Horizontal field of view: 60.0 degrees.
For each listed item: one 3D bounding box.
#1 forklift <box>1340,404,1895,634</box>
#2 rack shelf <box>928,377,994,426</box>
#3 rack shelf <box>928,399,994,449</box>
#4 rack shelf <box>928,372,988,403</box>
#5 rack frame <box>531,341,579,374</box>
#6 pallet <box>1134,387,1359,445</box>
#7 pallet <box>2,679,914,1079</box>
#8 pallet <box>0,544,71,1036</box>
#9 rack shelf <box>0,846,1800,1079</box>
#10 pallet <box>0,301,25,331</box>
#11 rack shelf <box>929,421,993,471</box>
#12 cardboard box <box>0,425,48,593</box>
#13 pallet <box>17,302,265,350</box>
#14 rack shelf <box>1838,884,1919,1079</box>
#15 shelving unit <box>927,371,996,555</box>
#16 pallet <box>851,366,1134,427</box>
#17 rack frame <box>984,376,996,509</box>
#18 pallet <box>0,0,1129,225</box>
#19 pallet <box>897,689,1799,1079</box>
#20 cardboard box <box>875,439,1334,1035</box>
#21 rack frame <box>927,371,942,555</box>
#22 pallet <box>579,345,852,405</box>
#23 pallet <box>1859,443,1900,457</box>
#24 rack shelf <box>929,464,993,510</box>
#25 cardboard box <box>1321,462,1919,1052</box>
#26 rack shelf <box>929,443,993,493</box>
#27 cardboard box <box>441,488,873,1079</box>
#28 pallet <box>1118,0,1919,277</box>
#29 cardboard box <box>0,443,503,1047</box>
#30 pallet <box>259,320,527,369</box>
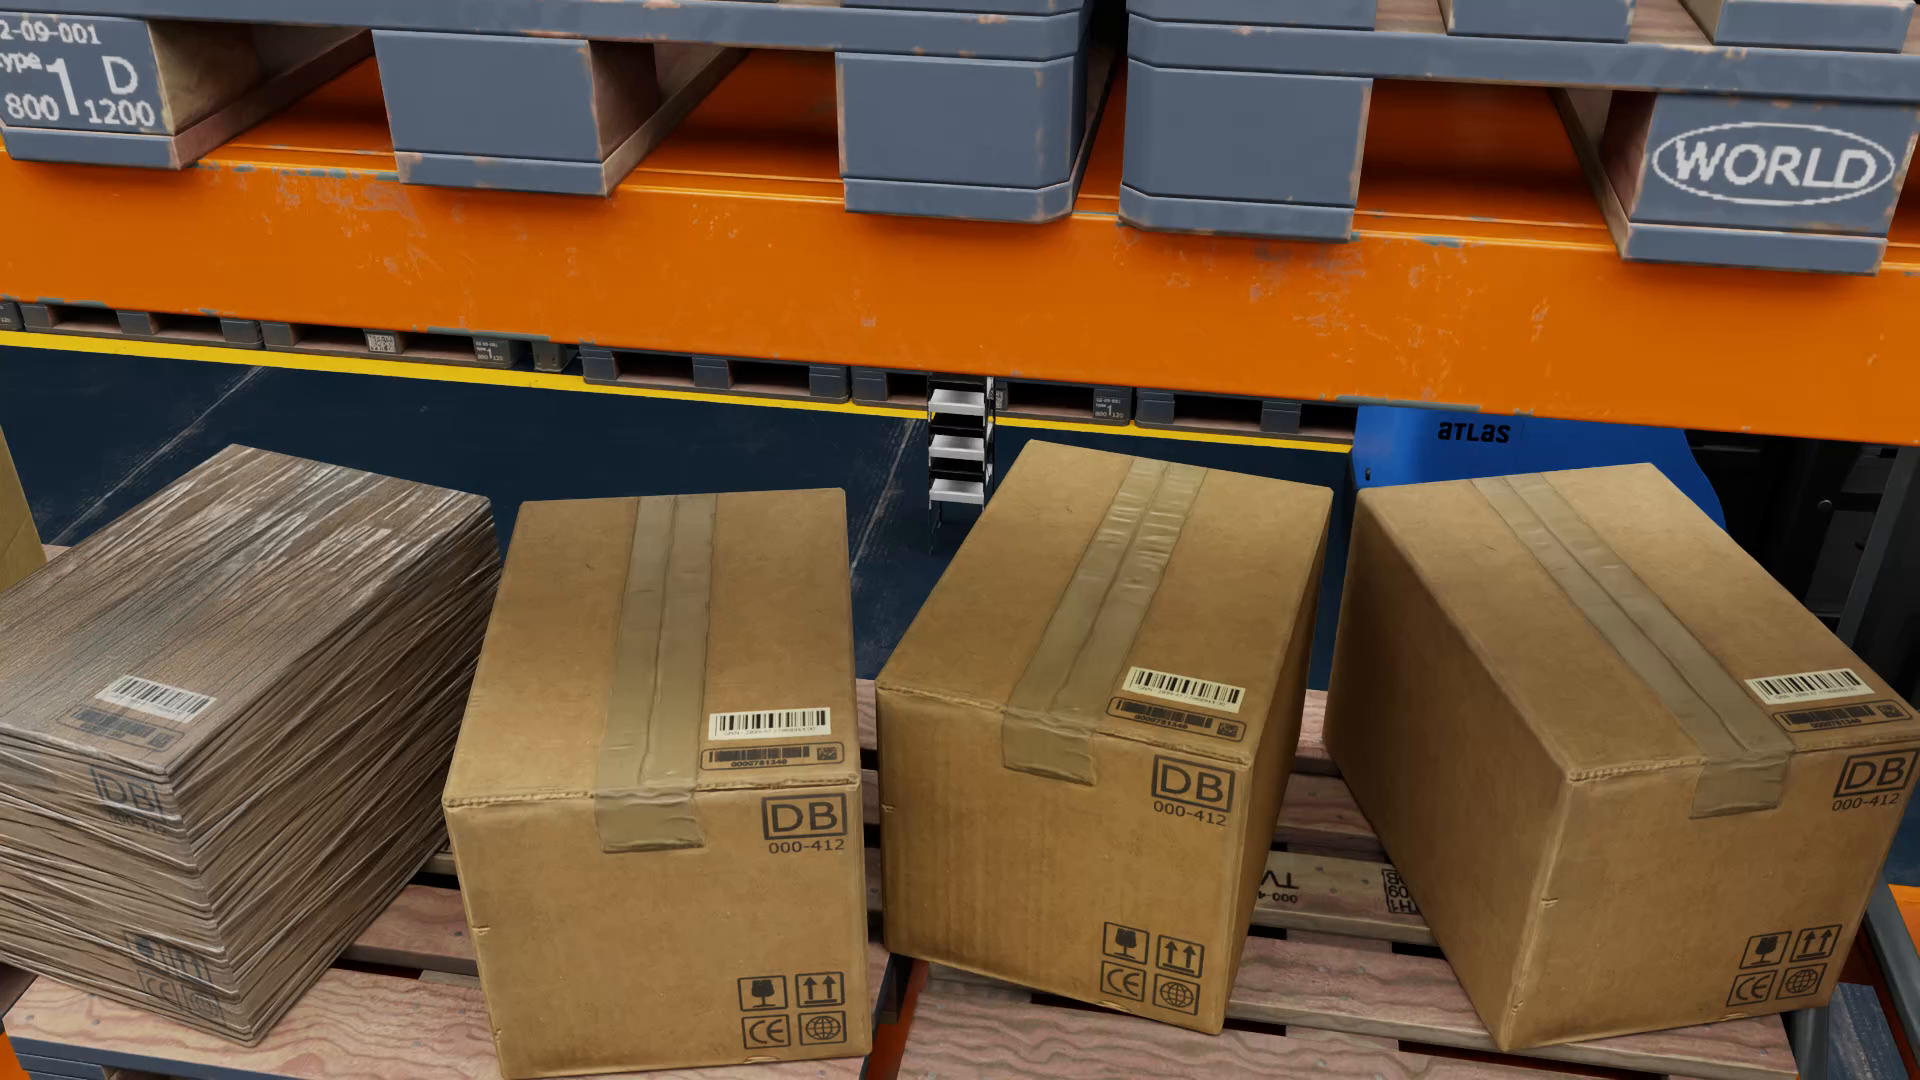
[{"bbox_3d":[2.894,-0.978,5.051,3.031,2.935,1.130,4,32,6],"label":"forklift"},{"bbox_3d":[0.008,-0.505,5.932,0.200,0.077,0.258,5,32,8],"label":"rack shelf"},{"bbox_3d":[0.008,-0.429,5.980,0.200,0.077,0.258,5,32,8],"label":"rack shelf"},{"bbox_3d":[0.008,-0.581,5.884,0.200,0.077,0.258,5,32,8],"label":"rack shelf"},{"bbox_3d":[-1.760,-2.280,7.065,0.127,3.000,1.000,5,32,8],"label":"rack frame"},{"bbox_3d":[1.410,-0.770,7.281,1.213,0.211,1.003,5,32,8],"label":"pallet"},{"bbox_3d":[-0.672,0.564,2.702,1.213,0.211,1.003,5,32,8],"label":"pallet"},{"bbox_3d":[-1.910,0.417,2.938,1.003,0.211,1.213,5,32,8],"label":"pallet"},{"bbox_3d":[-0.618,0.795,2.831,4.000,0.370,1.077,5,32,8],"label":"rack shelf"},{"bbox_3d":[-4.935,-1.386,8.265,1.213,0.211,1.003,5,32,8],"label":"pallet"},{"bbox_3d":[0.008,-0.352,6.028,0.200,0.077,0.258,5,32,8],"label":"rack shelf"},{"bbox_3d":[-1.950,0.088,2.791,0.500,0.500,0.700,-5,32,-8],"label":"cardboard box"},{"bbox_3d":[-3.729,-1.278,8.093,1.213,0.211,1.003,5,32,8],"label":"pallet"},{"bbox_3d":[3.325,1.152,2.260,4.000,0.370,1.077,5,32,8],"label":"rack shelf"},{"bbox_3d":[0.008,-0.381,6.010,0.210,0.900,0.258,5,32,8],"label":"shelving unit"},{"bbox_3d":[0.204,-0.878,7.453,1.213,0.211,1.003,5,32,8],"label":"pallet"},{"bbox_3d":[0.108,-0.372,5.996,0.006,0.900,0.240,5,32,8],"label":"rack frame"},{"bbox_3d":[-0.301,-0.709,1.906,1.003,0.211,1.213,5,32,8],"label":"pallet"},{"bbox_3d":[0.584,0.622,2.611,1.213,0.211,1.003,5,32,8],"label":"pallet"},{"bbox_3d":[0.236,0.261,2.516,0.500,0.500,0.700,10,33,16],"label":"cardboard box"},{"bbox_3d":[-0.092,-0.390,6.025,0.006,0.900,0.240,5,32,8],"label":"rack frame"},{"bbox_3d":[-0.995,-0.988,7.629,1.213,0.211,1.003,5,32,8],"label":"pallet"},{"bbox_3d":[4.126,-0.524,6.888,1.213,0.211,1.003,5,32,8],"label":"pallet"},{"bbox_3d":[0.008,-0.200,6.123,0.200,0.077,0.258,5,32,8],"label":"rack shelf"},{"bbox_3d":[0.924,0.289,2.471,0.500,0.500,0.700,-5,32,-8],"label":"cardboard box"},{"bbox_3d":[0.008,-0.276,6.076,0.200,0.077,0.258,5,32,8],"label":"rack shelf"},{"bbox_3d":[-0.399,0.323,2.417,0.500,0.500,0.700,-3,32,-4],"label":"cardboard box"},{"bbox_3d":[0.722,-0.618,1.760,1.003,0.211,1.213,5,32,8],"label":"pallet"},{"bbox_3d":[-1.080,0.270,2.501,0.500,0.500,0.700,11,34,17],"label":"cardboard box"},{"bbox_3d":[-2.530,-1.168,7.917,1.213,0.211,1.003,5,32,8],"label":"pallet"}]
